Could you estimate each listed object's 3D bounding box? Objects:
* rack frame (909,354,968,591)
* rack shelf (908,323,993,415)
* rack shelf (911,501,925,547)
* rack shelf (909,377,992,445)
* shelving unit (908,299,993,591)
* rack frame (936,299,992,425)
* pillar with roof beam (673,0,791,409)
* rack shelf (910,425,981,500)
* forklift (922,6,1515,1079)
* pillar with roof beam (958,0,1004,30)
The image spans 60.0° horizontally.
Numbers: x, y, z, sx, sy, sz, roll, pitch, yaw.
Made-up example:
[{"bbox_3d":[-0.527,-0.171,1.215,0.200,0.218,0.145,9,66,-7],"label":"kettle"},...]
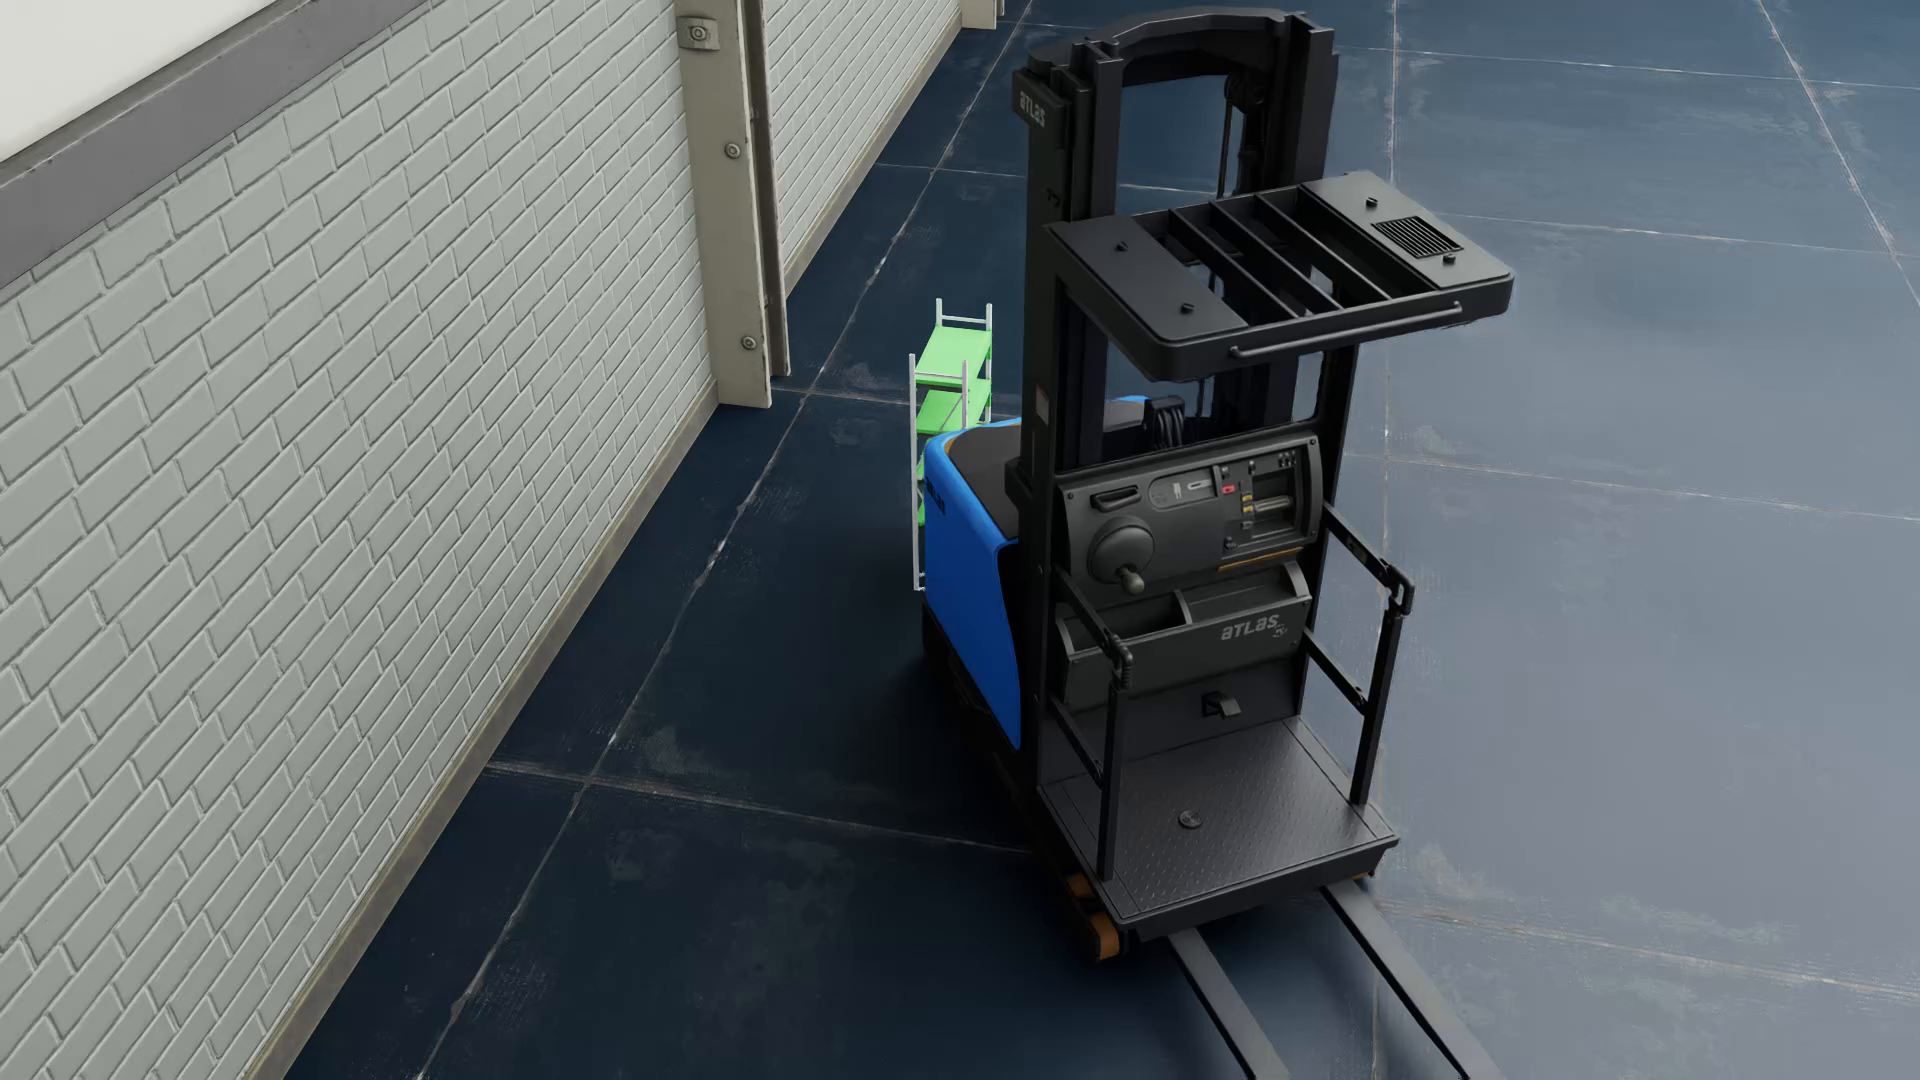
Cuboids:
[{"bbox_3d":[-0.087,-0.251,7.074,0.240,1.200,0.015,7,37,10],"label":"rack frame"},{"bbox_3d":[-0.035,-0.728,7.023,0.258,0.148,0.480,7,37,10],"label":"rack shelf"},{"bbox_3d":[-0.035,-0.145,7.445,0.258,0.148,0.480,7,37,10],"label":"rack shelf"},{"bbox_3d":[-0.035,-0.534,7.164,0.258,0.148,0.480,7,37,10],"label":"rack shelf"},{"bbox_3d":[-0.035,-0.391,7.267,0.258,1.200,0.503,7,37,10],"label":"shelving unit"},{"bbox_3d":[0.017,-0.531,7.460,0.240,1.200,0.015,7,37,10],"label":"rack frame"},{"bbox_3d":[3.096,-3.925,5.497,9.100,9.000,0.400,7,37,10],"label":"pillar with roof beam"},{"bbox_3d":[-0.035,-0.339,7.304,0.258,0.148,0.480,7,37,10],"label":"rack shelf"},{"bbox_3d":[0.848,-0.018,5.278,1.130,2.935,3.031,-13,38,-17],"label":"forklift"},{"bbox_3d":[4.378,-7.364,10.243,9.100,9.000,0.400,7,37,10],"label":"pillar with roof beam"}]
